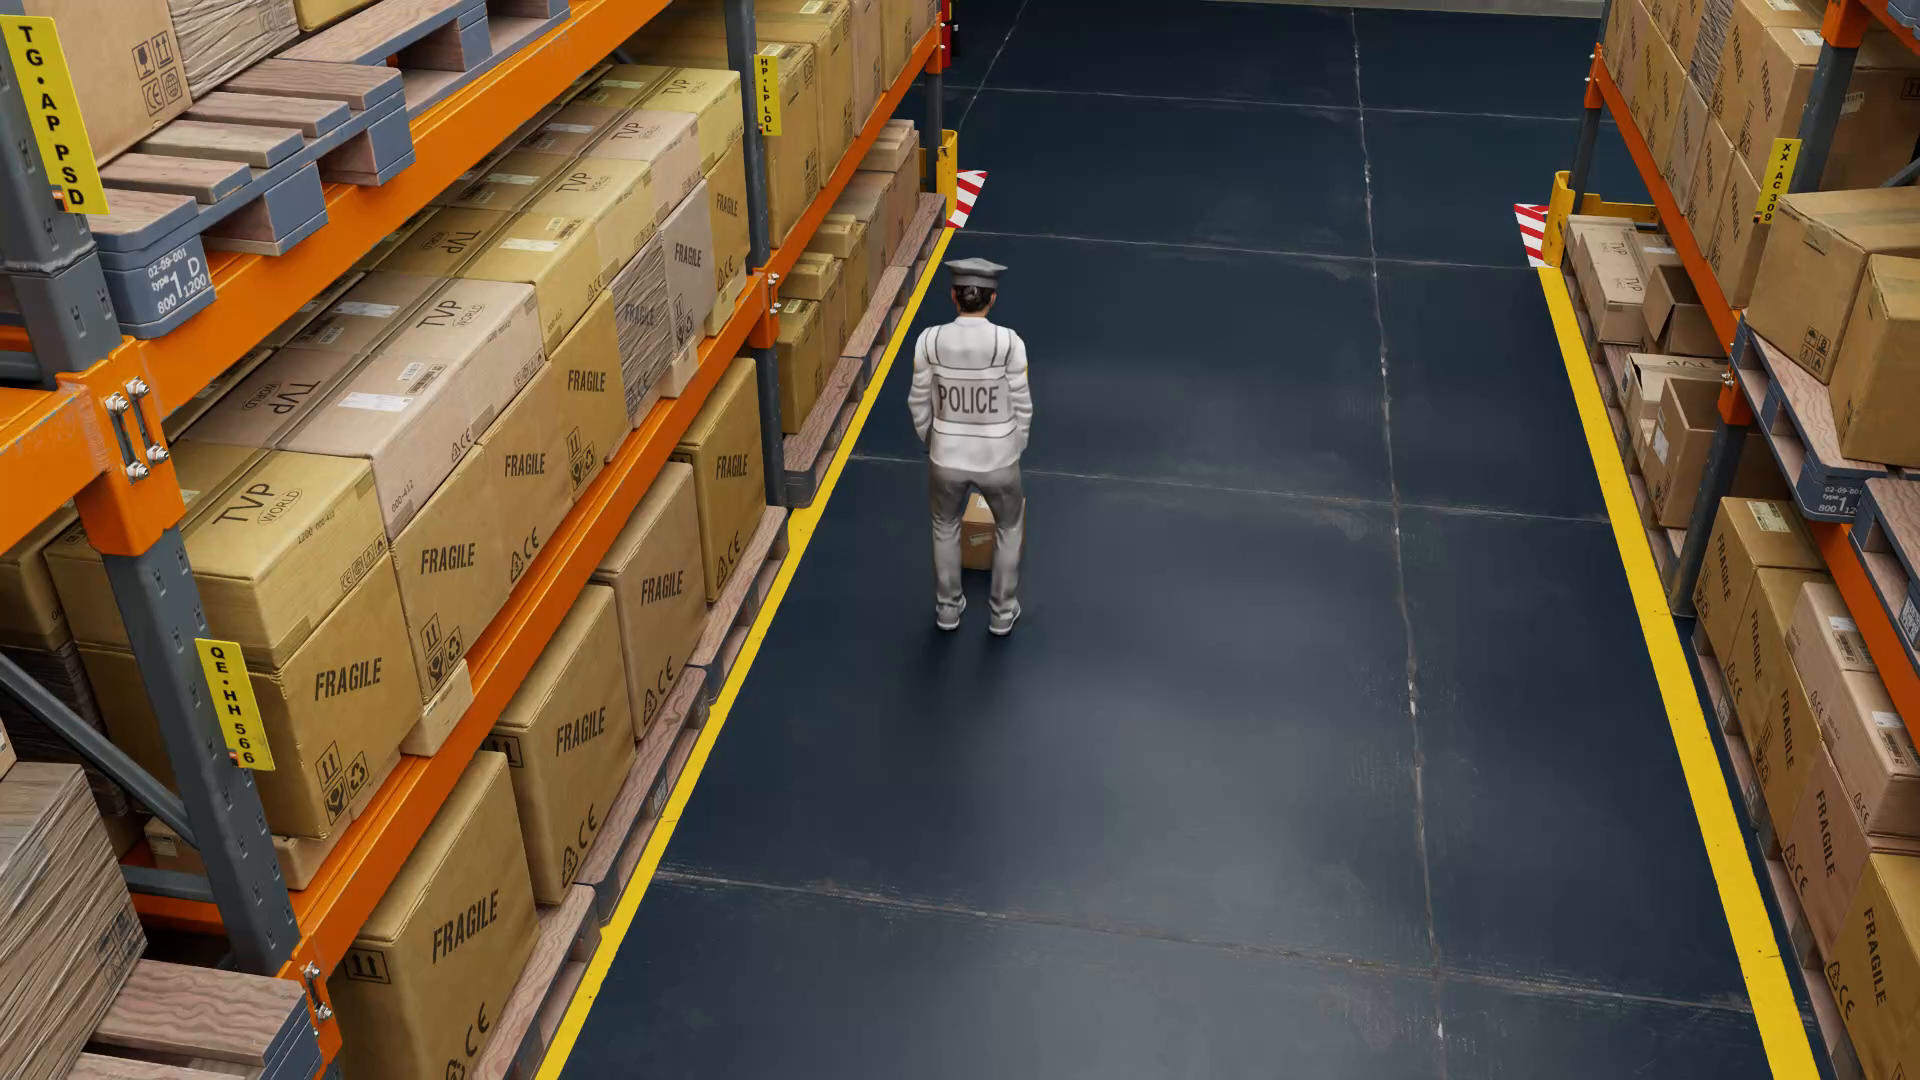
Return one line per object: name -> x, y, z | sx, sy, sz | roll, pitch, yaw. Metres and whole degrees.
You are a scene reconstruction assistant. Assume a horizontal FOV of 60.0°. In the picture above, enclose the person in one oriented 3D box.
person -> 0.043, -0.357, 6.754 | 0.504, 1.616, 0.465 | 6, 33, 9
